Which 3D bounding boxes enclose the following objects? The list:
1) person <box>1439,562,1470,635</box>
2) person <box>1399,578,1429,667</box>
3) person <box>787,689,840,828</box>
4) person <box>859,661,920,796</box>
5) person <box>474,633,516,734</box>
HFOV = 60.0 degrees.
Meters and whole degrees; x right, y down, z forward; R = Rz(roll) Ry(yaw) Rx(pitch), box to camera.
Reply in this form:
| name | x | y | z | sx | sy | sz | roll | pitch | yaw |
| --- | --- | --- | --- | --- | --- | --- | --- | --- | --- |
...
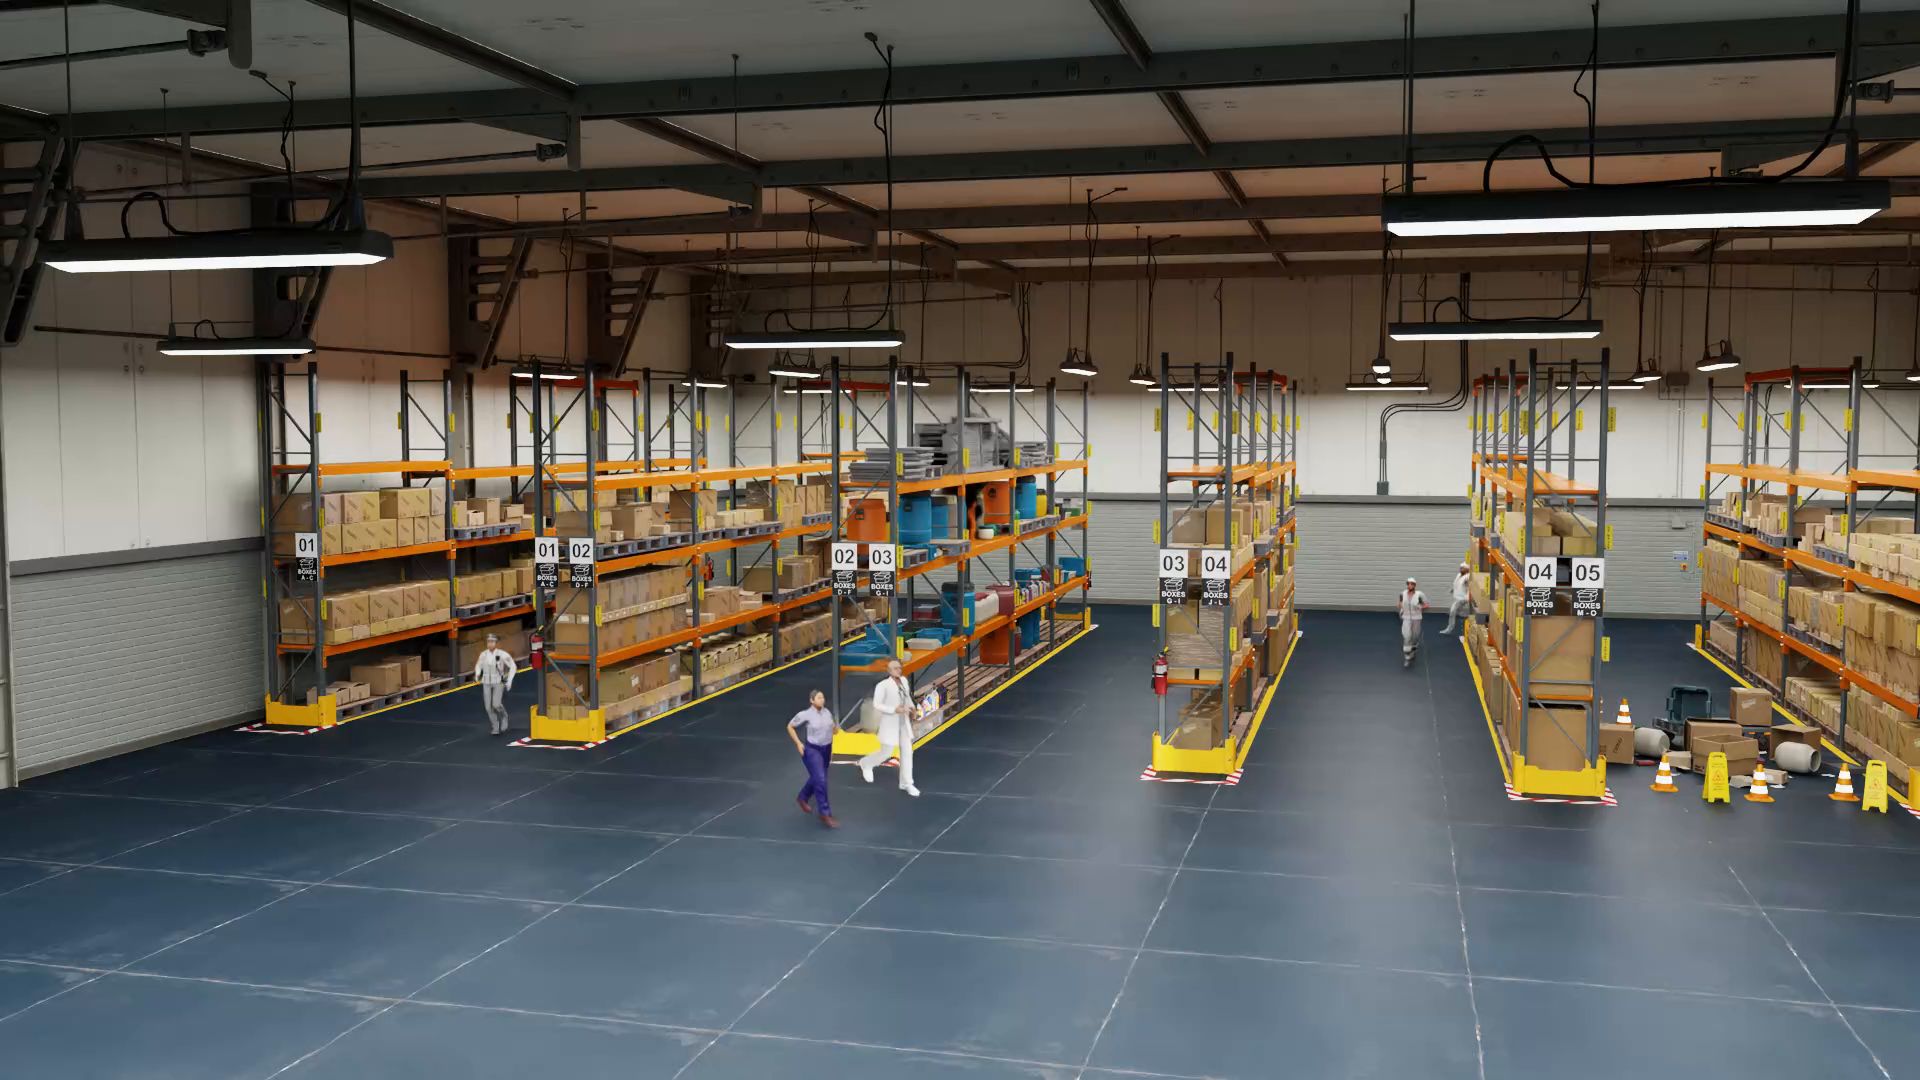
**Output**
| name | x | y | z | sx | sy | sz | roll | pitch | yaw |
| --- | --- | --- | --- | --- | --- | --- | --- | --- | --- |
| person | 11.811 | 1.377 | 39.150 | 0.904 | 1.737 | 0.743 | -1 | 4 | -9 |
| person | 9.381 | 1.681 | 34.426 | 0.629 | 1.815 | 0.916 | 2 | 4 | 21 |
| person | -1.796 | 2.700 | 20.851 | 0.895 | 1.671 | 0.594 | 3 | 5 | 39 |
| person | -0.923 | 2.525 | 22.645 | 0.717 | 1.790 | 1.042 | -4 | 5 | -41 |
| person | -7.477 | 2.308 | 26.609 | 0.661 | 1.646 | 0.541 | 1 | 4 | 9 |
